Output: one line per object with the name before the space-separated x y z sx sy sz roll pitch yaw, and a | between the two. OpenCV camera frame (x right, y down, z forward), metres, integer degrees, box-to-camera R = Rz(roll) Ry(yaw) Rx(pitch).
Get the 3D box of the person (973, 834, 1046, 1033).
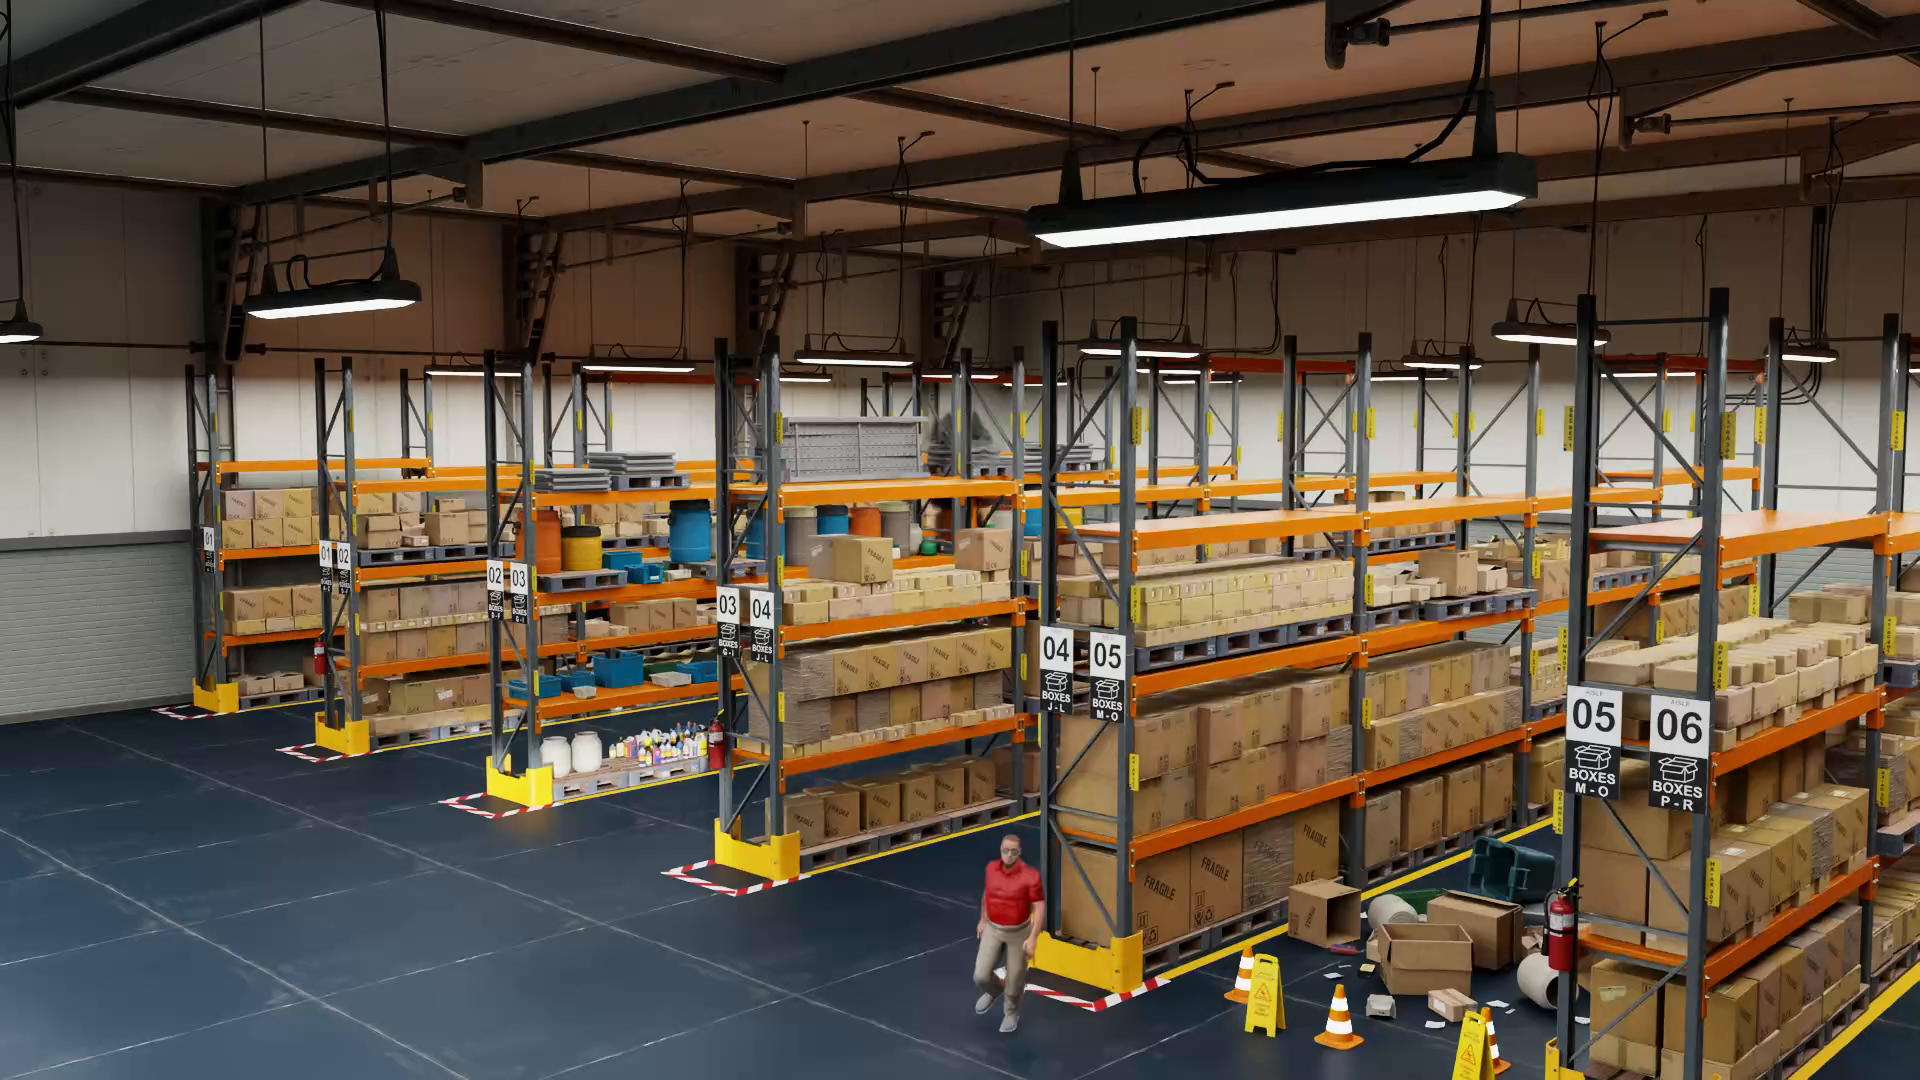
person | 0.409 3.265 13.823 0.665 1.706 0.591 1 5 18
